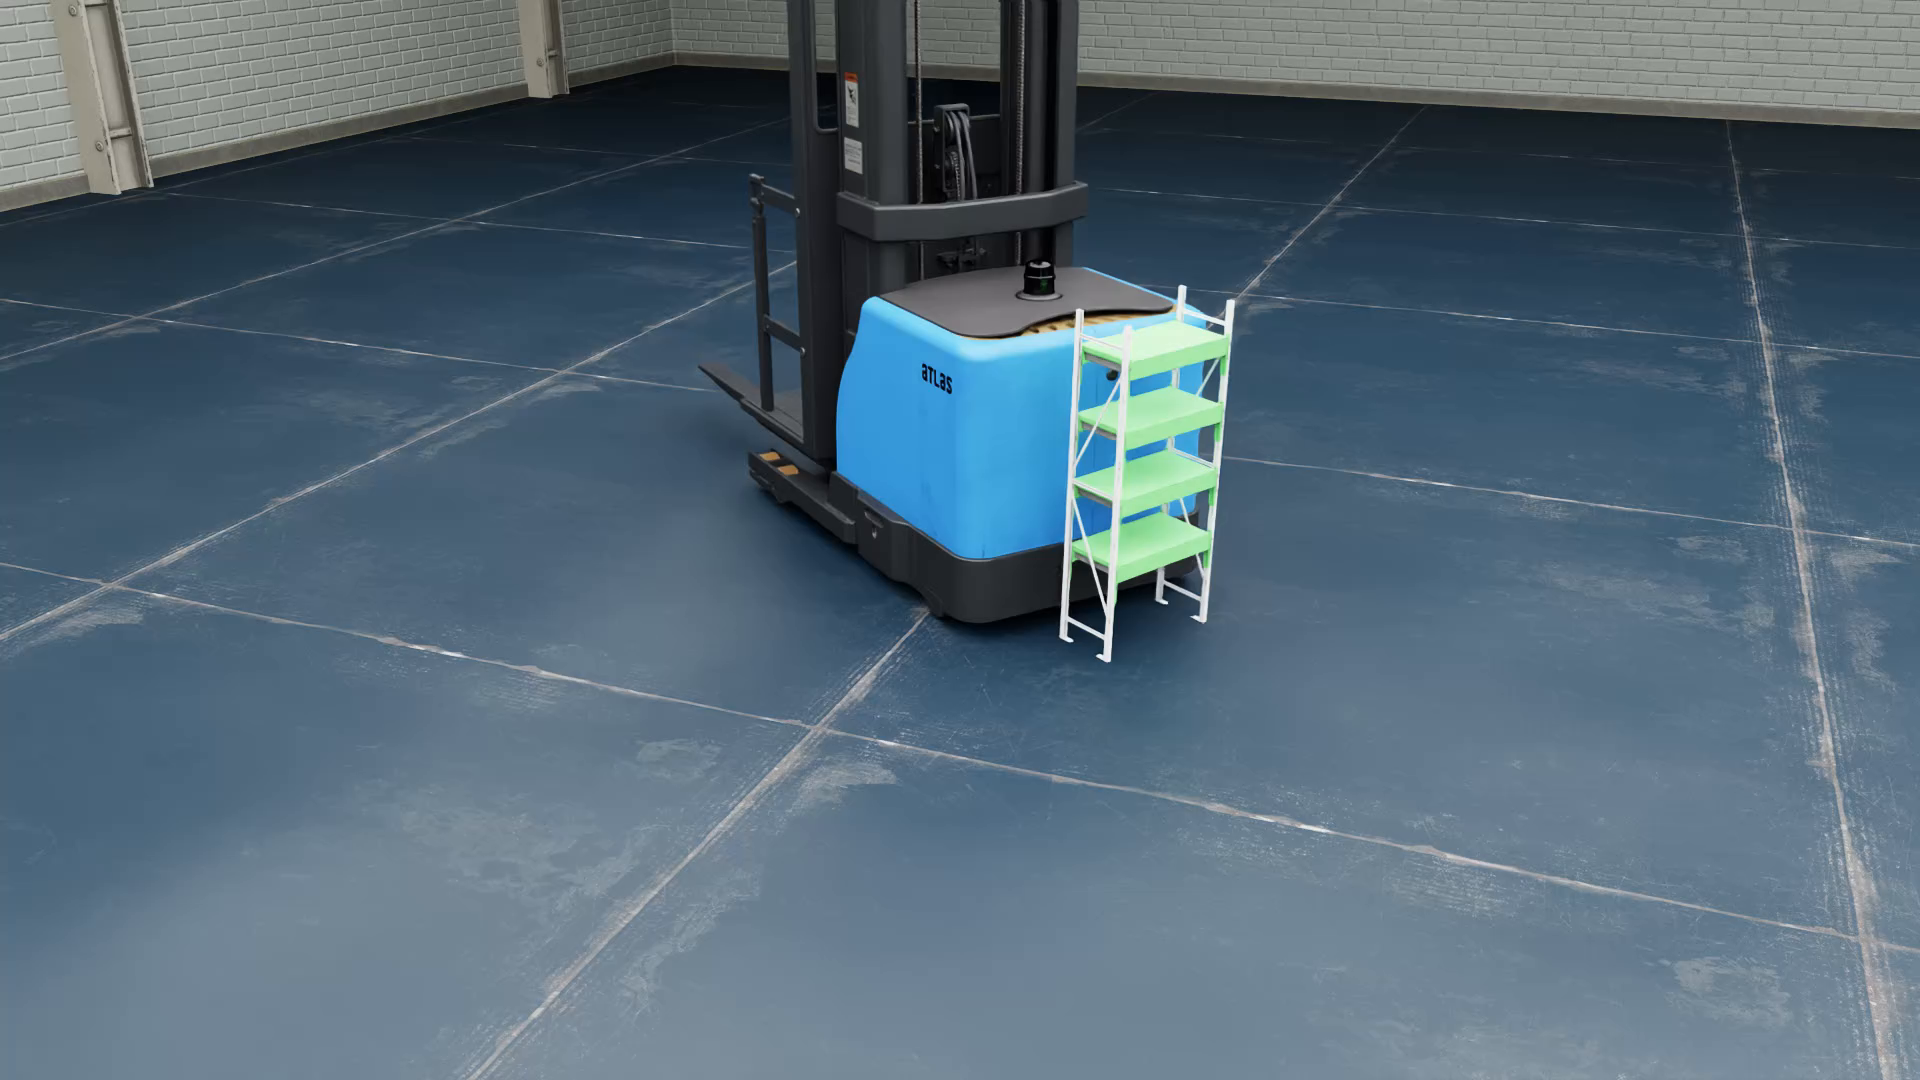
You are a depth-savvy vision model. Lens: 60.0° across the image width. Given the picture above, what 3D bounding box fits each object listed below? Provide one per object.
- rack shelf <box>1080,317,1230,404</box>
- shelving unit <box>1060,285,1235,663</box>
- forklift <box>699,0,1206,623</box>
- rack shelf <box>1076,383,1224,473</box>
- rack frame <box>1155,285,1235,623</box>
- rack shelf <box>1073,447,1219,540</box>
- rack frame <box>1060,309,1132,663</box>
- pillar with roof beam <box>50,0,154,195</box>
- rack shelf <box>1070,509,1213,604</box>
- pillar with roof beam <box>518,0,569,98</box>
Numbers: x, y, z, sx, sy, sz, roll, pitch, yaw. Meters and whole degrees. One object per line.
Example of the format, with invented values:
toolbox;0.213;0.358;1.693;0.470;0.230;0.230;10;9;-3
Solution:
rack shelf;0.643;-0.605;5.553;0.480;0.148;0.258;-18;30;-37
shelving unit;0.635;-0.225;5.722;0.503;1.200;0.258;-18;30;-37
forklift;-0.265;-1.584;6.740;1.130;2.935;3.031;-12;26;-27
rack shelf;0.639;-0.386;5.651;0.480;0.148;0.258;-18;30;-37
rack frame;0.822;-0.286;5.867;0.015;1.200;0.240;-18;30;-37
rack shelf;0.634;-0.167;5.748;0.480;0.148;0.258;-18;30;-37
rack frame;0.449;-0.165;5.577;0.015;1.200;0.240;-18;30;-37
pillar with roof beam;-2.883;-6.416;10.434;9.100;9.000;0.400;9;24;20
rack shelf;0.629;0.052;5.846;0.480;0.148;0.258;-18;30;-37
pillar with roof beam;-0.655;-8.563;15.574;9.100;9.000;0.400;9;24;20
